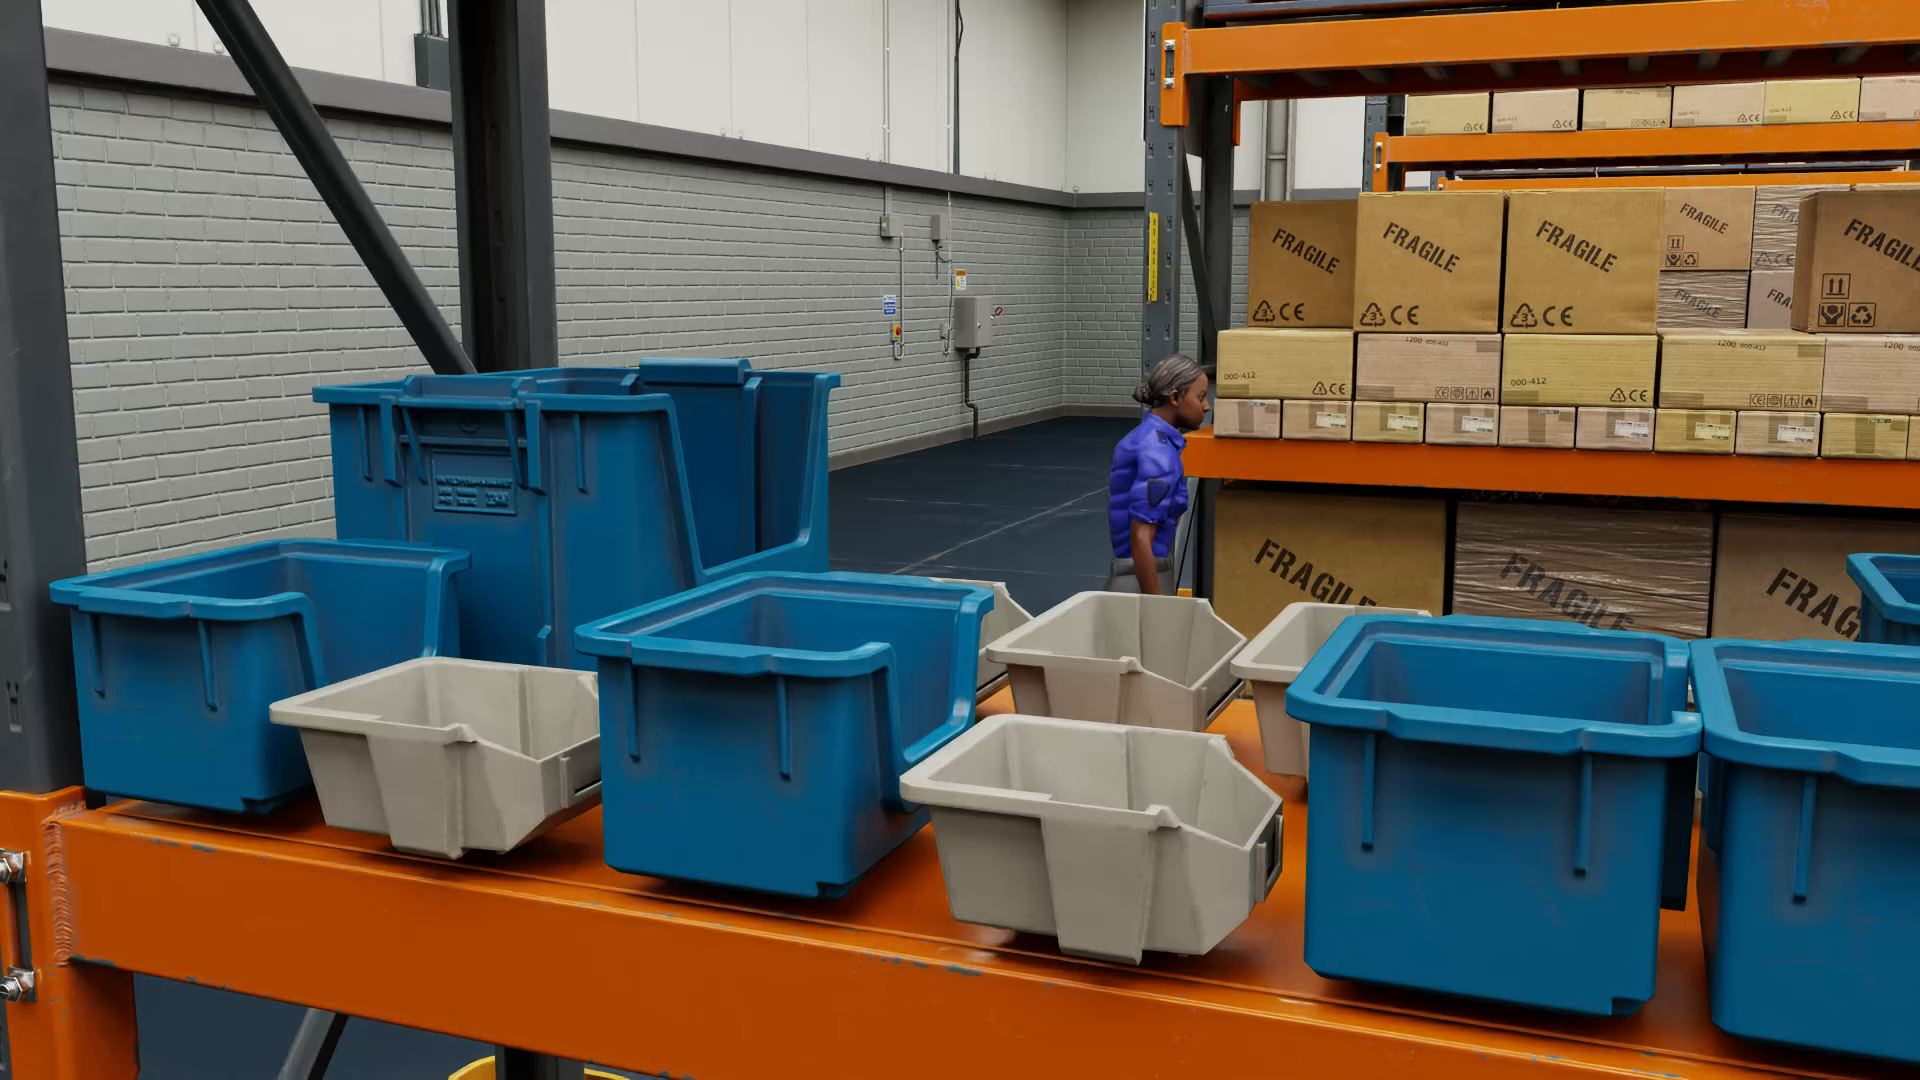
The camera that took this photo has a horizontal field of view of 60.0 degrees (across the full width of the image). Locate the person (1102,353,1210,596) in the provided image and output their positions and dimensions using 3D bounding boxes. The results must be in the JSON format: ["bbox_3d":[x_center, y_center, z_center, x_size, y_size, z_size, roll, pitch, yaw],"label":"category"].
[{"bbox_3d":[0.636,0.218,5.473,0.349,1.653,0.520,1,9,5],"label":"person"}]
